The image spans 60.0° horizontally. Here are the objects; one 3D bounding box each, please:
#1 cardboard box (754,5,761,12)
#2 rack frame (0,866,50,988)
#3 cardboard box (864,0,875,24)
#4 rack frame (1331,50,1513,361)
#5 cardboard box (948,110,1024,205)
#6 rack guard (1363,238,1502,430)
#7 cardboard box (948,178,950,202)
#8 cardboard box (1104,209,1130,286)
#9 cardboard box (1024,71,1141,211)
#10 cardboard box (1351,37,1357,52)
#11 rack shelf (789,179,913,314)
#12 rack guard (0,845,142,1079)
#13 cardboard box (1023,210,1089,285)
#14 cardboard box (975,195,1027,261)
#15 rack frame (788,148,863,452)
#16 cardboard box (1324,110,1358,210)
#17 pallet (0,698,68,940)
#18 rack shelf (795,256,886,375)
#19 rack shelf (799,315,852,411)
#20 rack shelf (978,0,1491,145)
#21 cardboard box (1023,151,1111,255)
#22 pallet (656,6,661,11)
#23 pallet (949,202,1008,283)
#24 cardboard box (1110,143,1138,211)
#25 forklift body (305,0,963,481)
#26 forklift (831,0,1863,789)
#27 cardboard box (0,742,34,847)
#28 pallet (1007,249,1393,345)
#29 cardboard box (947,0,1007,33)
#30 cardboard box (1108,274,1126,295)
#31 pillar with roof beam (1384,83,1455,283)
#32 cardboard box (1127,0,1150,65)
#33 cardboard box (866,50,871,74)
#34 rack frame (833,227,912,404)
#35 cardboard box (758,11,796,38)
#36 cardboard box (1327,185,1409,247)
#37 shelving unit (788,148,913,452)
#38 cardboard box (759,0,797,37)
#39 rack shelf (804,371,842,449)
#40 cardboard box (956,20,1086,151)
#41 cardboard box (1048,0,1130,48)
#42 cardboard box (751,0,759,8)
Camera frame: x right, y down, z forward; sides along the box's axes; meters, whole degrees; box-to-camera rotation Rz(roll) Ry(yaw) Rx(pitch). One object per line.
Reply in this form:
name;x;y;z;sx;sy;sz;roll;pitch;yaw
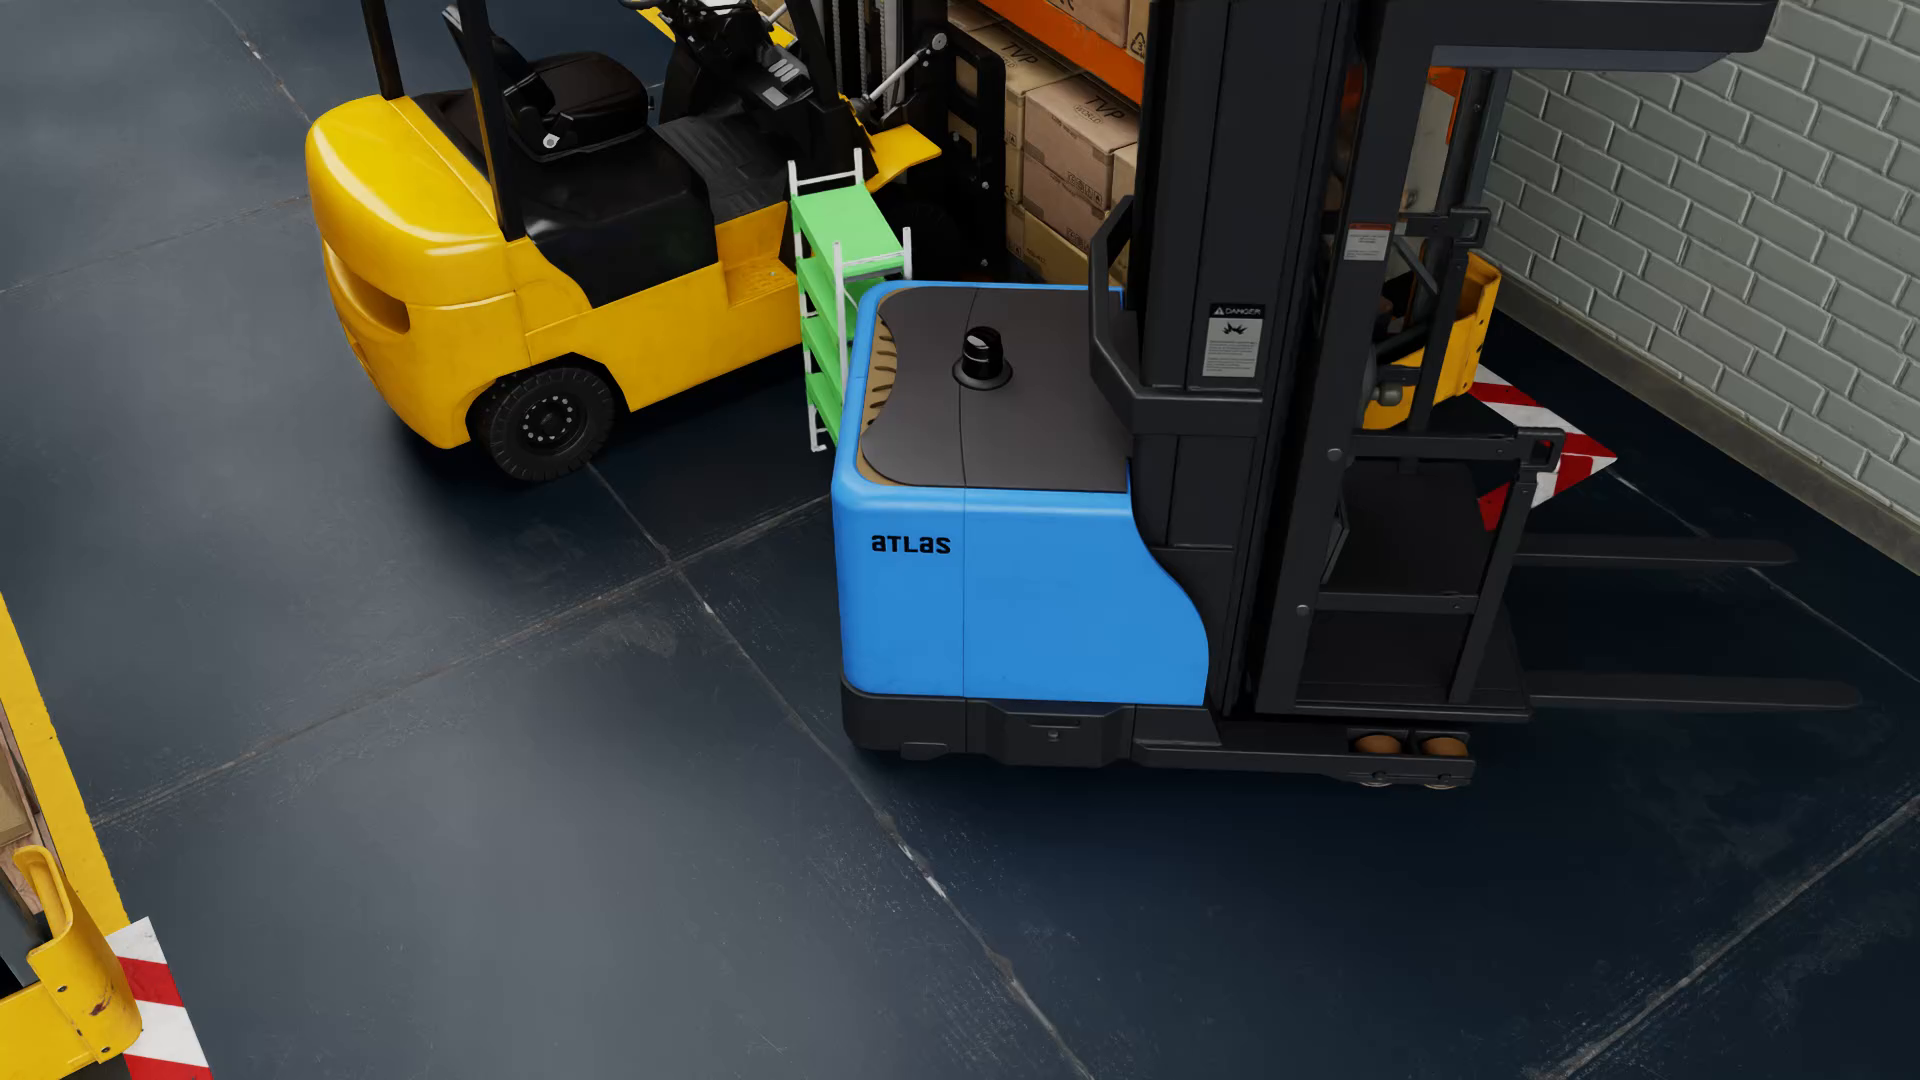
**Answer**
cardboard box;-0.884;-2.577;7.965;0.500;0.250;0.500;-25;49;-24
rack frame;-2.670;0.404;3.155;1.000;3.000;0.127;-26;49;-24
cardboard box;-0.292;-2.375;7.028;0.500;0.250;0.500;-24;49;-23
rack frame;1.399;-1.559;5.211;1.000;3.000;0.127;-26;49;-24
cardboard box;0.274;-1.622;6.602;0.500;0.250;0.500;-27;50;-25
rack guard;1.413;-0.641;6.060;1.175;0.500;0.348;-26;49;-24
cardboard box;0.000;-1.715;7.062;0.500;0.250;0.500;-24;49;-23
cardboard box;0.864;-1.050;6.002;0.500;0.250;0.500;-26;50;-25
cardboard box;0.583;-1.503;6.115;0.500;0.250;0.500;-25;49;-24
cardboard box;1.343;-1.986;5.585;0.500;0.500;0.500;-24;49;-23
rack shelf;-0.347;-0.934;5.257;0.258;0.148;0.480;-14;45;-14
rack guard;-2.713;1.265;4.063;1.175;0.500;0.348;-26;49;-24
cardboard box;0.594;-1.143;6.462;0.500;0.250;0.500;-26;49;-24
cardboard box;0.316;-1.430;6.763;0.500;0.250;0.500;-25;49;-24
rack frame;-0.430;-0.791;5.710;0.240;1.200;0.015;-14;45;-14
cardboard box;1.279;-1.425;6.034;0.500;0.250;0.500;-26;50;-25
pallet;-3.149;0.895;4.659;1.003;0.211;1.213;-26;49;-24
rack shelf;-0.347;-0.760;5.422;0.258;0.148;0.480;-14;45;-14
rack shelf;-0.347;-0.587;5.588;0.258;0.148;0.480;-14;45;-14
rack shelf;0.255;-2.432;6.646;1.077;0.370;4.000;-26;49;-24
cardboard box;0.586;-1.338;6.304;0.500;0.250;0.500;-26;50;-25
pallet;-1.343;-3.218;8.968;1.003;0.211;1.213;-26;49;-24
pallet;0.233;-1.658;7.333;1.003;0.211;1.213;-26;49;-24
cardboard box;0.880;-1.216;5.814;0.500;0.250;0.500;-24;49;-23
forklift body;-1.182;-1.606;5.874;2.313;2.155;1.214;-26;49;-24
forklift;1.178;-0.695;4.355;3.031;2.935;1.130;2;44;2
cardboard box;-2.905;0.680;4.552;0.500;0.250;0.500;-26;49;-25
pallet;0.927;-0.967;6.610;1.003;0.211;1.213;-26;49;-24
cardboard box;0.002;-2.075;6.714;0.500;0.250;0.500;-27;50;-25
cardboard box;0.871;-0.858;6.163;0.500;0.250;0.500;-25;49;-24
pillar with roof beam;-1.791;-2.779;2.144;9.100;9.000;0.400;-26;49;-24
cardboard box;0.902;-1.770;5.360;0.500;0.500;0.500;-27;50;-25
cardboard box;-0.298;-2.193;7.200;0.500;0.250;0.500;-26;50;-25
rack frame;-0.263;-0.475;5.378;0.240;1.200;0.015;-14;45;-14
cardboard box;-0.581;-2.296;7.670;0.500;0.250;0.500;-27;50;-25
cardboard box;1.300;-1.246;6.208;0.500;0.250;0.500;-25;49;-24
shelving unit;-0.347;-0.633;5.544;0.258;1.200;0.503;-14;45;-14
cardboard box;-0.576;-2.482;7.503;0.500;0.250;0.500;-26;49;-25
rack shelf;-0.347;-0.413;5.754;0.258;0.148;0.480;-14;45;-14
cardboard box;0.286;-1.785;6.410;0.500;0.250;0.500;-25;49;-24
cardboard box;0.613;-2.068;5.671;0.500;0.500;0.500;-24;49;-23
cardboard box;-0.866;-2.767;7.801;0.500;0.250;0.500;-26;49;-25
